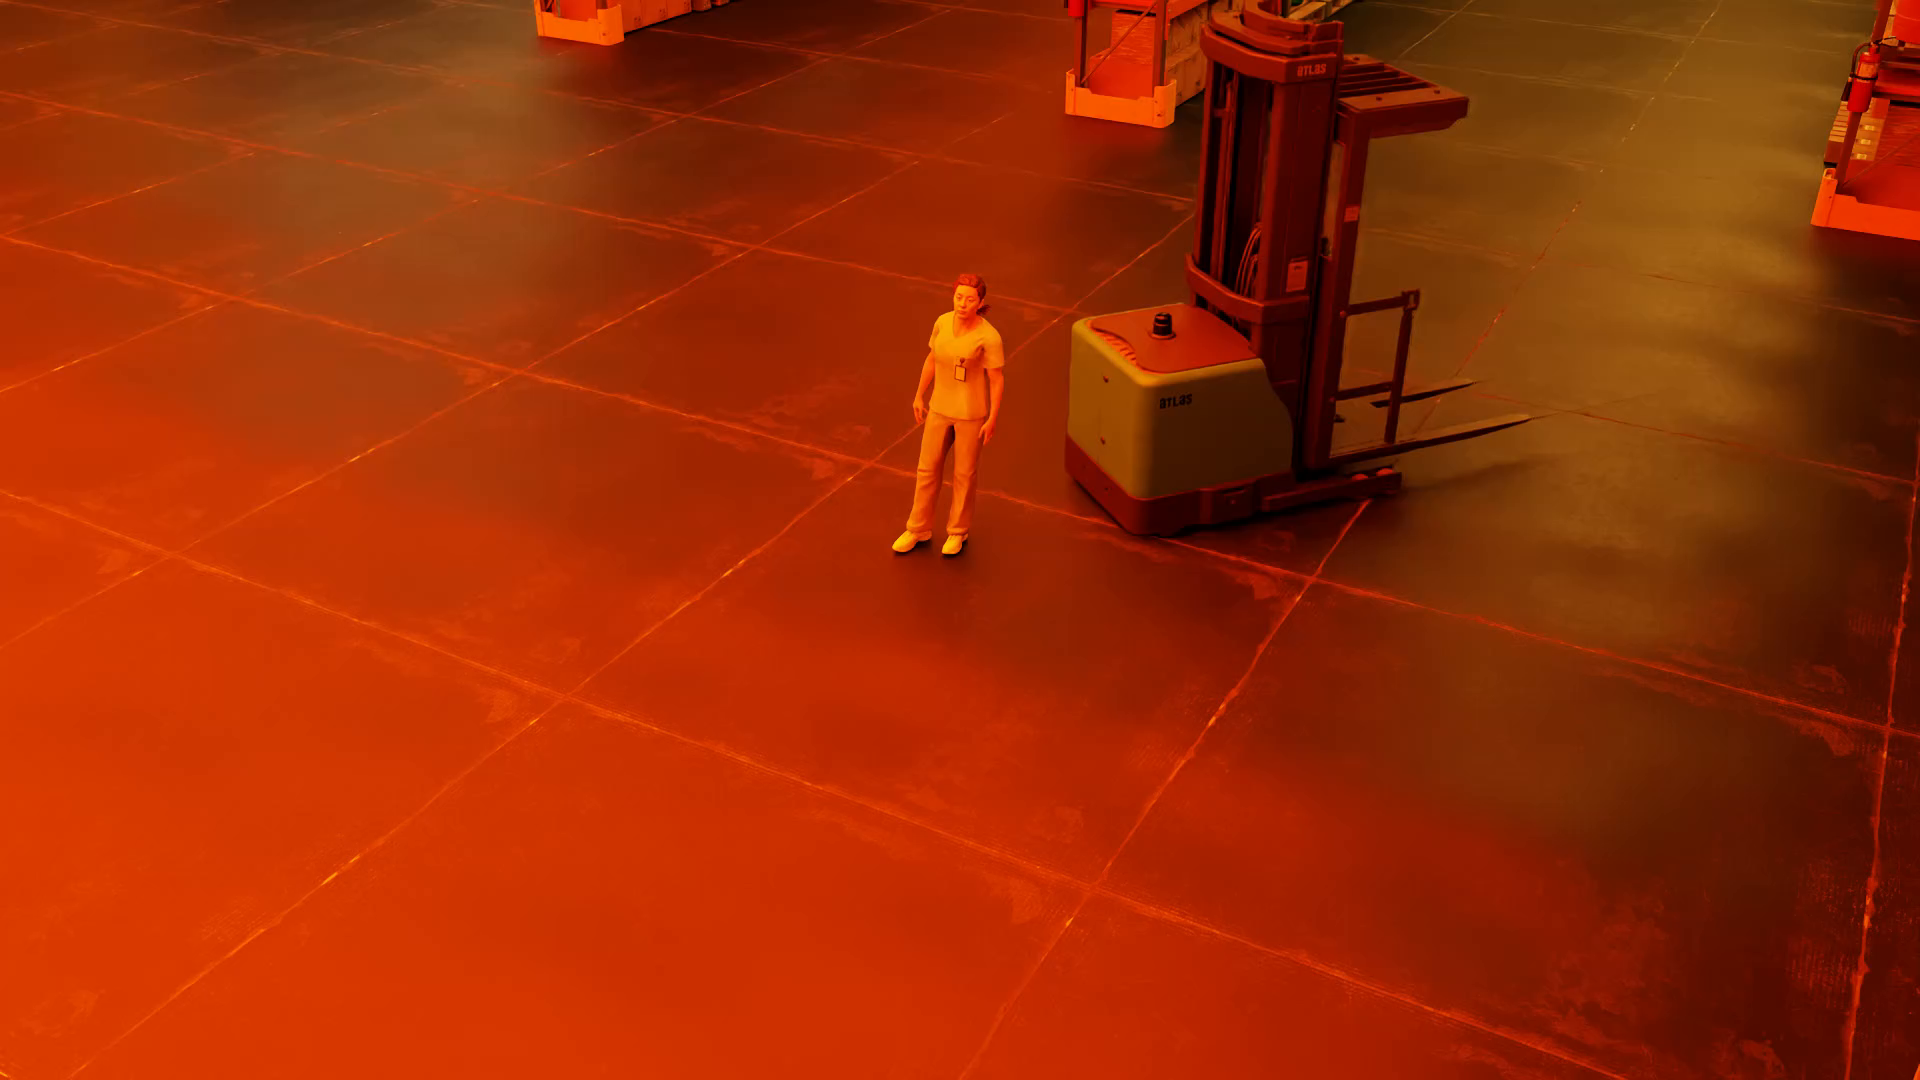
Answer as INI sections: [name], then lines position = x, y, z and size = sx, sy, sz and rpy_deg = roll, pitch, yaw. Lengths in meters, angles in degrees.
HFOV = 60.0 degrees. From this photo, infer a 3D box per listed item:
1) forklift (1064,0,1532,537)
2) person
[forklift]
position = 2.239, -1.749, 10.101
size = 3.031, 2.935, 1.130
rpy_deg = -11, 32, -19
[person]
position = -0.048, -0.703, 9.530
size = 0.550, 1.673, 0.548
rpy_deg = 15, 33, 25
